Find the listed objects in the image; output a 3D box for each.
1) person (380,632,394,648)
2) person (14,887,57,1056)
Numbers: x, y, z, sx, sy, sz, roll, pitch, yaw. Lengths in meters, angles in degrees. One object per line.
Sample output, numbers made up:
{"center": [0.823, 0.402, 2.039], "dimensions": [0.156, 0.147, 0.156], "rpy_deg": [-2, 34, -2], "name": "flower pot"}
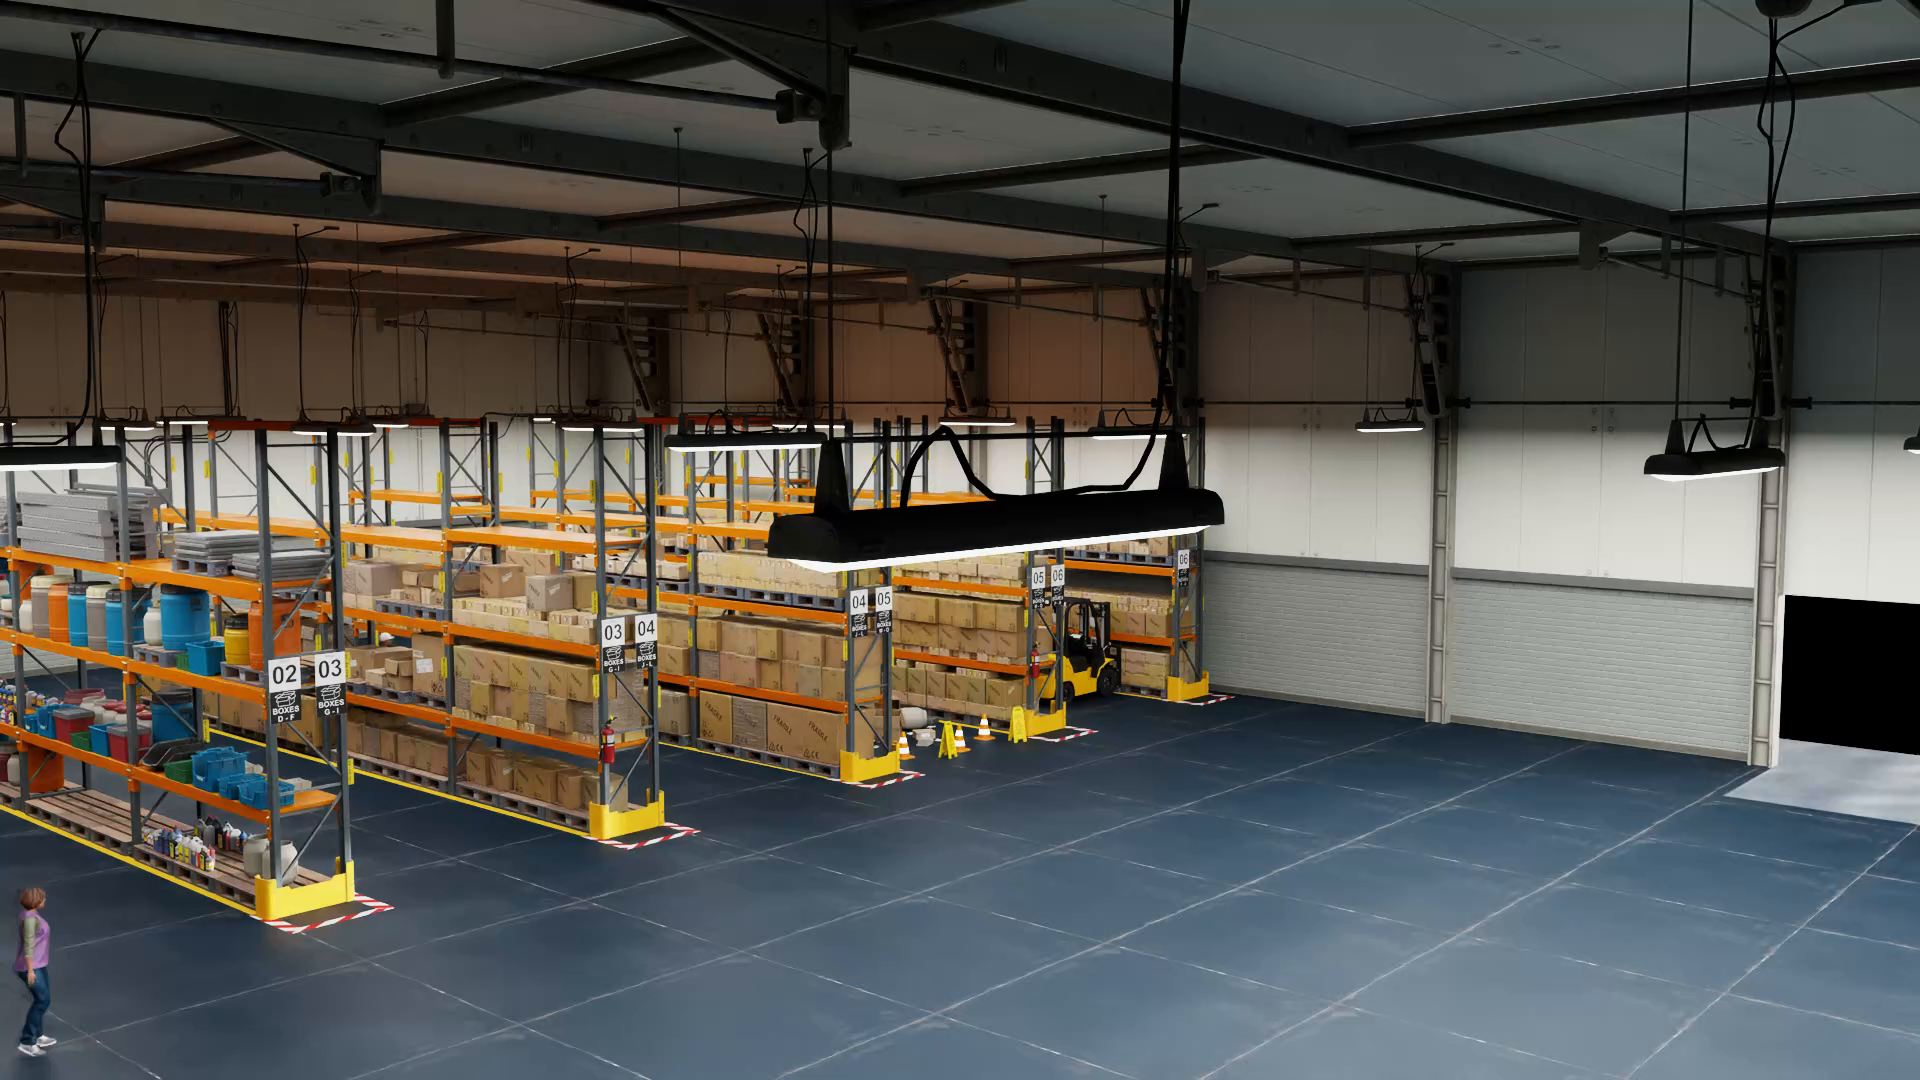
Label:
{"center": [-11.252, 2.729, 32.802], "dimensions": [0.606, 1.820, 0.444], "rpy_deg": [3, 6, 36], "name": "person"}
{"center": [-9.073, 4.204, 16.301], "dimensions": [0.340, 1.621, 0.543], "rpy_deg": [-1, 5, -17], "name": "person"}
